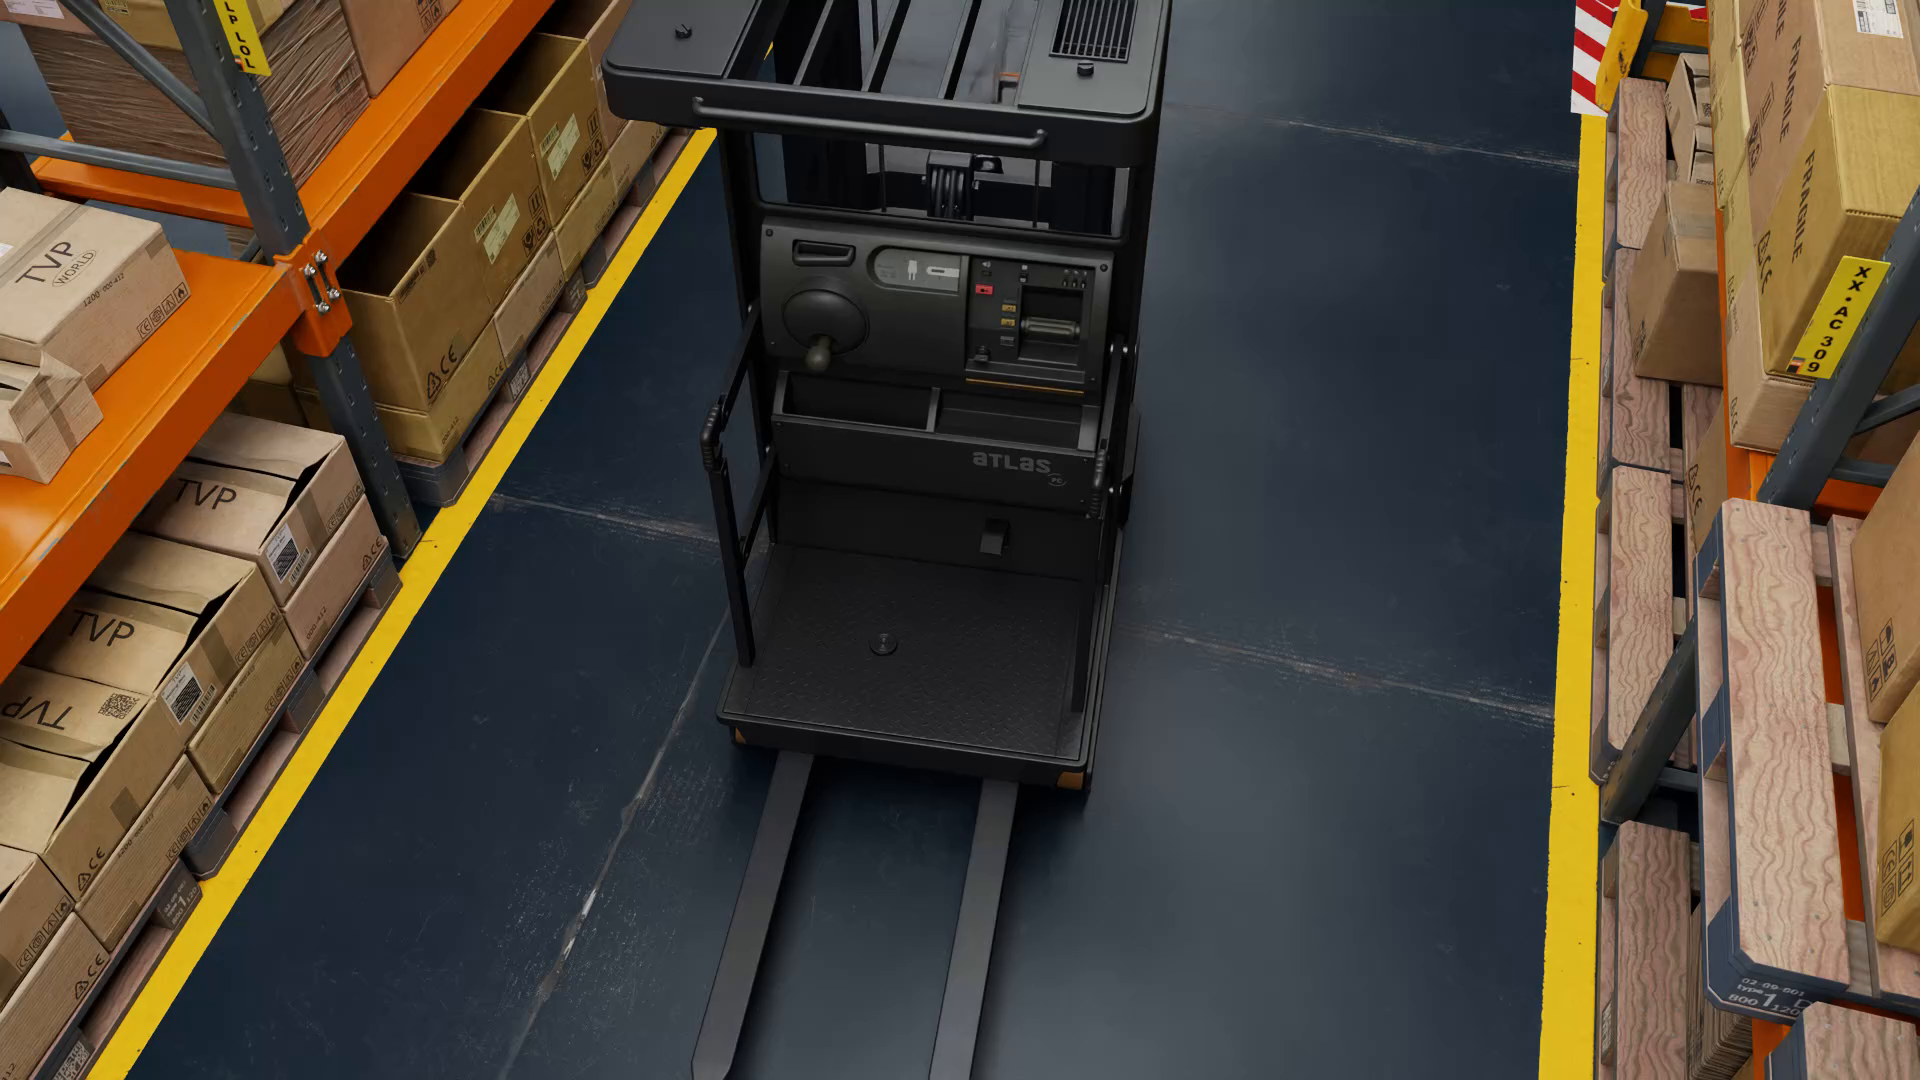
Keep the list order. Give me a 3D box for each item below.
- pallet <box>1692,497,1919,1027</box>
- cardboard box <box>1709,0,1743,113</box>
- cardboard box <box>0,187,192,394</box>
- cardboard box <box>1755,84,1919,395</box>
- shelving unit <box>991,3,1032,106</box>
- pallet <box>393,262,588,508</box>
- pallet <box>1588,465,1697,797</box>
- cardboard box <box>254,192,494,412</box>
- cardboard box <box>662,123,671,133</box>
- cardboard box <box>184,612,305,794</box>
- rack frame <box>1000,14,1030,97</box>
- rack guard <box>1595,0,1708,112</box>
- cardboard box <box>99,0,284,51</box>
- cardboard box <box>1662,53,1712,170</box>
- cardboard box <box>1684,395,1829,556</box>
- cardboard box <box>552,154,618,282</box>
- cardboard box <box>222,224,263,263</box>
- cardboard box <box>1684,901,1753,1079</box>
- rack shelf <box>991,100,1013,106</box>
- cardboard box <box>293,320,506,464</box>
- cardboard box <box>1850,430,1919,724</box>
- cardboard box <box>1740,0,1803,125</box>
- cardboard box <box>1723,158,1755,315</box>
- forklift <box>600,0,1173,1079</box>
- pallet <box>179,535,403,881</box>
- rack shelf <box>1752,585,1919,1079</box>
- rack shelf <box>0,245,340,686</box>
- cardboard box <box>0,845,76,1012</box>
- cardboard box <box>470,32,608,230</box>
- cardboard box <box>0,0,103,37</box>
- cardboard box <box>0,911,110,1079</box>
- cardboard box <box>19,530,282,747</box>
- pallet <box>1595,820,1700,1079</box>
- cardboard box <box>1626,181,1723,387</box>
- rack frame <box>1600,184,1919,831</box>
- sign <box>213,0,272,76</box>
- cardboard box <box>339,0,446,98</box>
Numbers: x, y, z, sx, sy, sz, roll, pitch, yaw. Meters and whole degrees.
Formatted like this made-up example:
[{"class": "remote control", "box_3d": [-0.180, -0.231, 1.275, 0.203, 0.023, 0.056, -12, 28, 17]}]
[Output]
[{"class": "pallet", "box_3d": [2.081, 0.499, 3.437, 1.003, 0.211, 1.213, 12, 50, 10]}, {"class": "cardboard box", "box_3d": [2.642, -1.537, 5.193, 0.500, 0.250, 0.500, 12, 50, 10]}, {"class": "cardboard box", "box_3d": [-2.445, -0.649, 4.422, 0.500, 0.250, 0.500, 14, 50, 12]}, {"class": "cardboard box", "box_3d": [2.248, -0.696, 3.950, 0.500, 0.500, 0.500, 11, 50, 10]}, {"class": "shelving unit", "box_3d": [0.222, -1.391, 6.303, 0.258, 1.200, 0.189, 6, 6, 6]}, {"class": "pallet", "box_3d": [-2.108, -0.707, 6.233, 1.003, 0.211, 1.213, 12, 50, 10]}, {"class": "pallet", "box_3d": [2.565, 0.342, 5.308, 1.003, 0.211, 1.213, 12, 50, 10]}, {"class": "cardboard box", "box_3d": [-1.934, -0.814, 5.521, 0.500, 0.500, 0.500, 12, 50, 10]}, {"class": "cardboard box", "box_3d": [-1.411, -2.013, 7.080, 0.500, 0.250, 0.500, 12, 50, 10]}, {"class": "cardboard box", "box_3d": [-2.322, 0.430, 4.923, 0.500, 0.250, 0.500, 11, 49, 9]}, {"class": "rack frame", "box_3d": [0.232, -1.400, 6.393, 0.240, 1.200, 0.006, 6, 6, 6]}, {"class": "rack guard", "box_3d": [3.455, -2.099, 7.269, 1.175, 0.500, 0.348, 12, 50, 10]}, {"class": "cardboard box", "box_3d": [-2.100, -1.467, 4.545, 0.380, 0.149, 0.250, 11, 50, 10]}, {"class": "cardboard box", "box_3d": [3.206, -1.755, 6.798, 0.500, 0.311, 0.500, 7, 49, 6]}, {"class": "cardboard box", "box_3d": [2.657, -0.165, 5.269, 0.500, 0.500, 0.500, 8, 49, 7]}, {"class": "cardboard box", "box_3d": [-1.670, -1.289, 6.441, 0.500, 0.250, 0.500, 12, 50, 10]}, {"class": "cardboard box", "box_3d": [-2.304, -1.278, 5.931, 0.500, 0.500, 0.500, 12, 50, 10]}, {"class": "cardboard box", "box_3d": [2.245, 1.129, 4.127, 0.700, 0.500, 0.500, 13, 50, 11]}, {"class": "rack shelf", "box_3d": [0.242, -1.584, 6.282, 0.258, 0.103, 0.180, 6, 6, 6]}, {"class": "cardboard box", "box_3d": [-1.943, -0.568, 5.804, 0.500, 0.250, 0.500, 12, 50, 10]}, {"class": "cardboard box", "box_3d": [2.255, 0.094, 3.306, 0.700, 0.500, 0.500, 12, 50, 10]}, {"class": "cardboard box", "box_3d": [2.517, -1.421, 4.590, 0.500, 0.500, 0.500, 10, 49, 9]}, {"class": "cardboard box", "box_3d": [2.394, -0.806, 4.548, 0.500, 0.250, 0.500, 12, 50, 10]}, {"class": "forklift", "box_3d": [-0.102, -0.508, 4.244, 1.130, 2.935, 3.031, 7, 49, 6]}, {"class": "pallet", "box_3d": [-2.514, 0.400, 5.256, 1.003, 0.211, 1.213, 12, 50, 10]}, {"class": "rack shelf", "box_3d": [1.896, 1.596, 2.820, 1.077, 0.370, 4.000, 12, 50, 10]}, {"class": "rack shelf", "box_3d": [-2.884, 0.622, 3.681, 1.077, 0.370, 4.000, 12, 50, 10]}, {"class": "cardboard box", "box_3d": [-2.588, 0.973, 4.071, 0.500, 0.311, 0.500, 11, 49, 10]}, {"class": "cardboard box", "box_3d": [-1.671, -1.537, 6.160, 0.500, 0.500, 0.500, 12, 50, 10]}, {"class": "cardboard box", "box_3d": [-2.493, -1.550, 4.618, 0.380, 0.149, 0.250, 12, 50, 10]}, {"class": "cardboard box", "box_3d": [-2.592, 1.168, 4.272, 0.500, 0.250, 0.500, 12, 50, 11]}, {"class": "cardboard box", "box_3d": [-2.319, 0.249, 4.709, 0.500, 0.311, 0.500, 13, 50, 11]}, {"class": "pallet", "box_3d": [2.219, 1.398, 4.375, 1.003, 0.211, 1.213, 12, 50, 10]}, {"class": "cardboard box", "box_3d": [2.815, -0.884, 5.903, 0.700, 0.500, 0.500, 9, 49, 8]}, {"class": "rack frame", "box_3d": [2.422, -0.088, 3.827, 1.000, 3.000, 0.127, 12, 50, 10]}, {"class": "sign", "box_3d": [-1.832, -1.320, 4.195, 0.100, 0.325, 0.005, 12, 50, 10]}, {"class": "cardboard box", "box_3d": [-2.114, -1.801, 5.272, 0.700, 0.500, 0.500, 11, 50, 10]}]
